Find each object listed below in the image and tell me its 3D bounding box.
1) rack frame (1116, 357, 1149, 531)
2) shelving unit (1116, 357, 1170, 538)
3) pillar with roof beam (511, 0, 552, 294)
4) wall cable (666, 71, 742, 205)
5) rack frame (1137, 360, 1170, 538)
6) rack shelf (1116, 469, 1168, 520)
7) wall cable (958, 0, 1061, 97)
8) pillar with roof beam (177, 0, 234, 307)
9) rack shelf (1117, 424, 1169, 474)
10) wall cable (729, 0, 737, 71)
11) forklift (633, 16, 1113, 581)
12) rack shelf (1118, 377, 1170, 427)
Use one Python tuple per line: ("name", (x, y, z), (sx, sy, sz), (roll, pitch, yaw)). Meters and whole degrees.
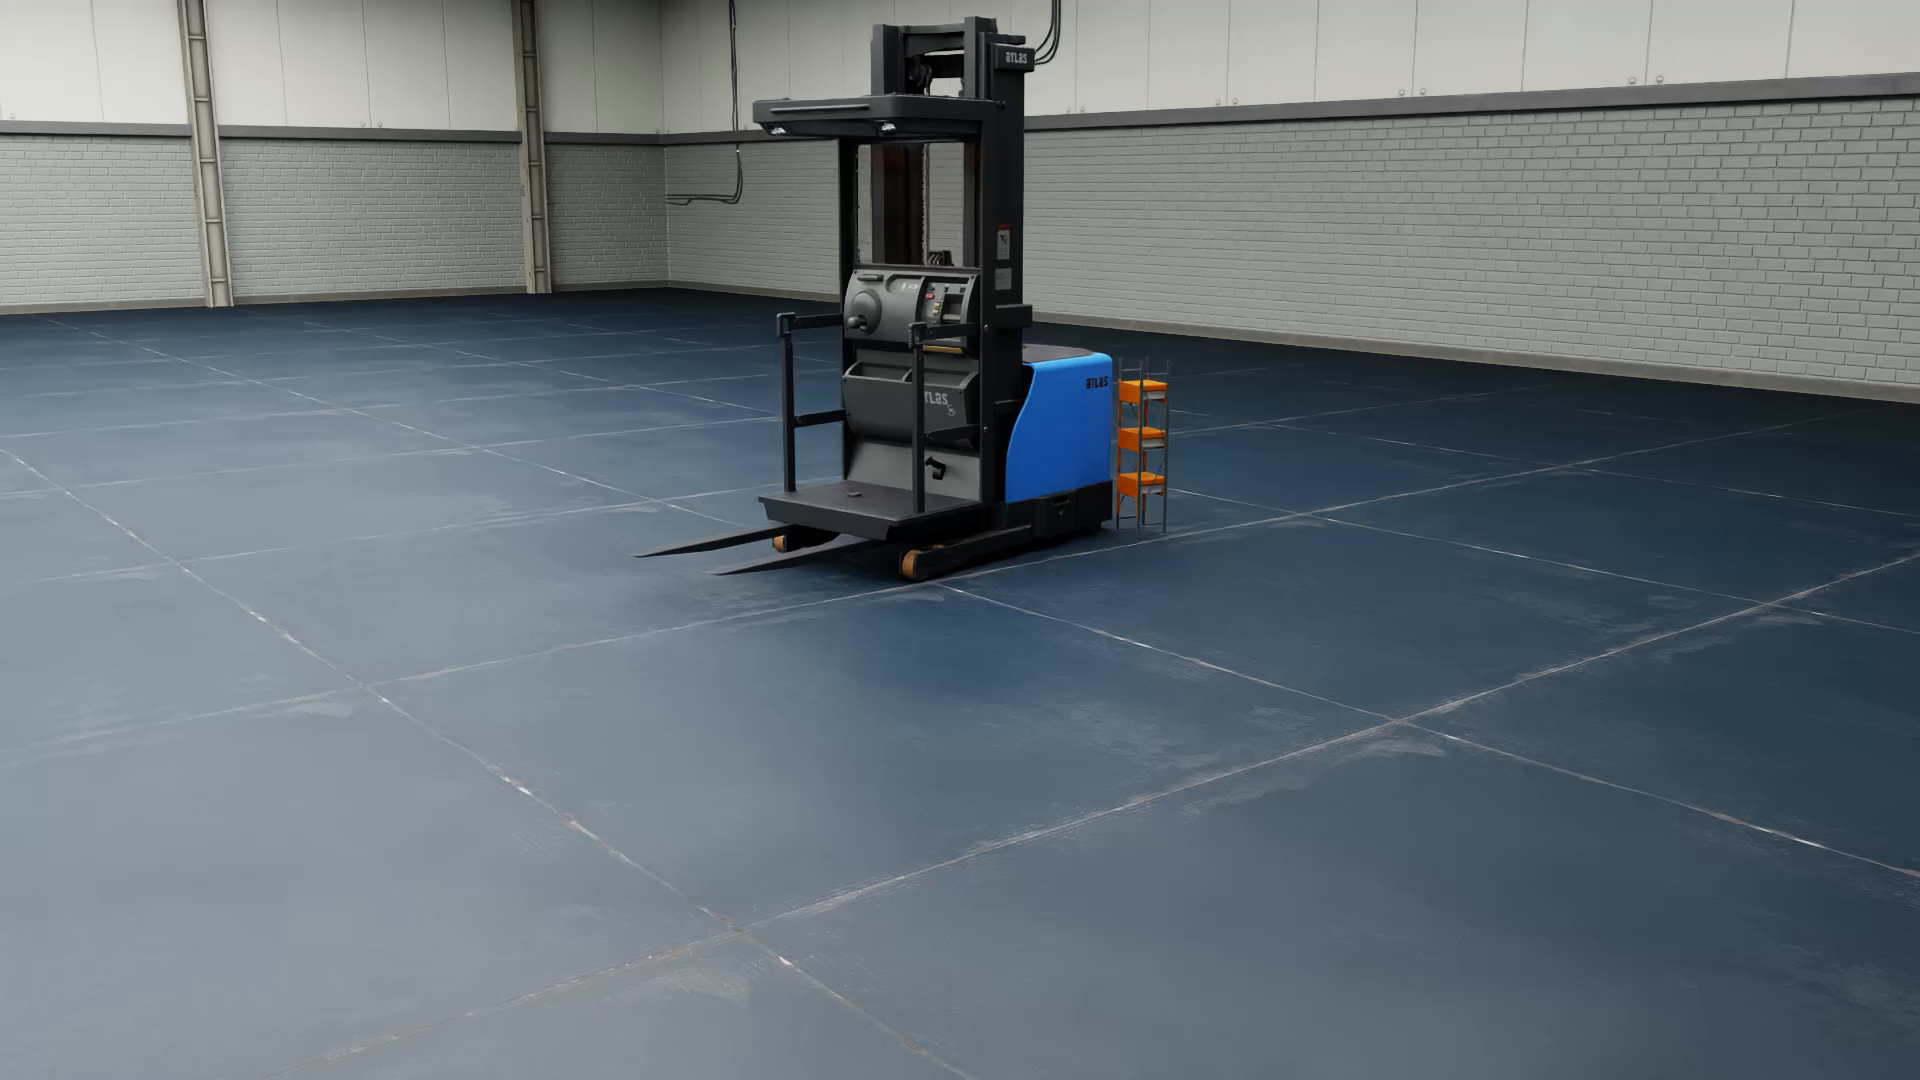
("rack frame", (1.042, -0.580, 10.065), (0.200, 1.050, 0.008), (-6, 13, -25))
("shelving unit", (1.094, -0.558, 9.957), (0.215, 1.050, 0.252), (-6, 13, -25))
("pillar with roof beam", (-5.635, -8.593, 28.661), (0.400, 9.000, 9.100), (-9, 15, -38))
("wall cable", (-5.197, -7.940, 33.062), (0.112, 2.526, 3.097), (-9, 15, -38))
("rack frame", (1.146, -0.535, 9.849), (0.200, 1.050, 0.008), (-6, 13, -25))
("rack shelf", (1.094, -0.275, 10.017), (0.215, 0.259, 0.240), (-6, 13, -25))
("wall cable", (0.721, -9.580, 25.125), (0.169, 6.003, 2.305), (-9, 15, -38))
("pillar with roof beam", (-10.320, -7.814, 24.994), (0.400, 9.000, 9.100), (-9, 15, -38))
("rack shelf", (1.094, -0.547, 9.959), (0.215, 0.259, 0.240), (-6, 13, -25))
("wall cable", (-3.507, -9.972, 30.471), (0.112, 2.526, 3.097), (-9, 15, -38))
("forklift", (-0.419, -1.334, 9.083), (1.130, 2.935, 3.031), (10, 16, 40))
("rack shelf", (1.094, -0.825, 9.900), (0.215, 0.259, 0.240), (-6, 13, -25))
